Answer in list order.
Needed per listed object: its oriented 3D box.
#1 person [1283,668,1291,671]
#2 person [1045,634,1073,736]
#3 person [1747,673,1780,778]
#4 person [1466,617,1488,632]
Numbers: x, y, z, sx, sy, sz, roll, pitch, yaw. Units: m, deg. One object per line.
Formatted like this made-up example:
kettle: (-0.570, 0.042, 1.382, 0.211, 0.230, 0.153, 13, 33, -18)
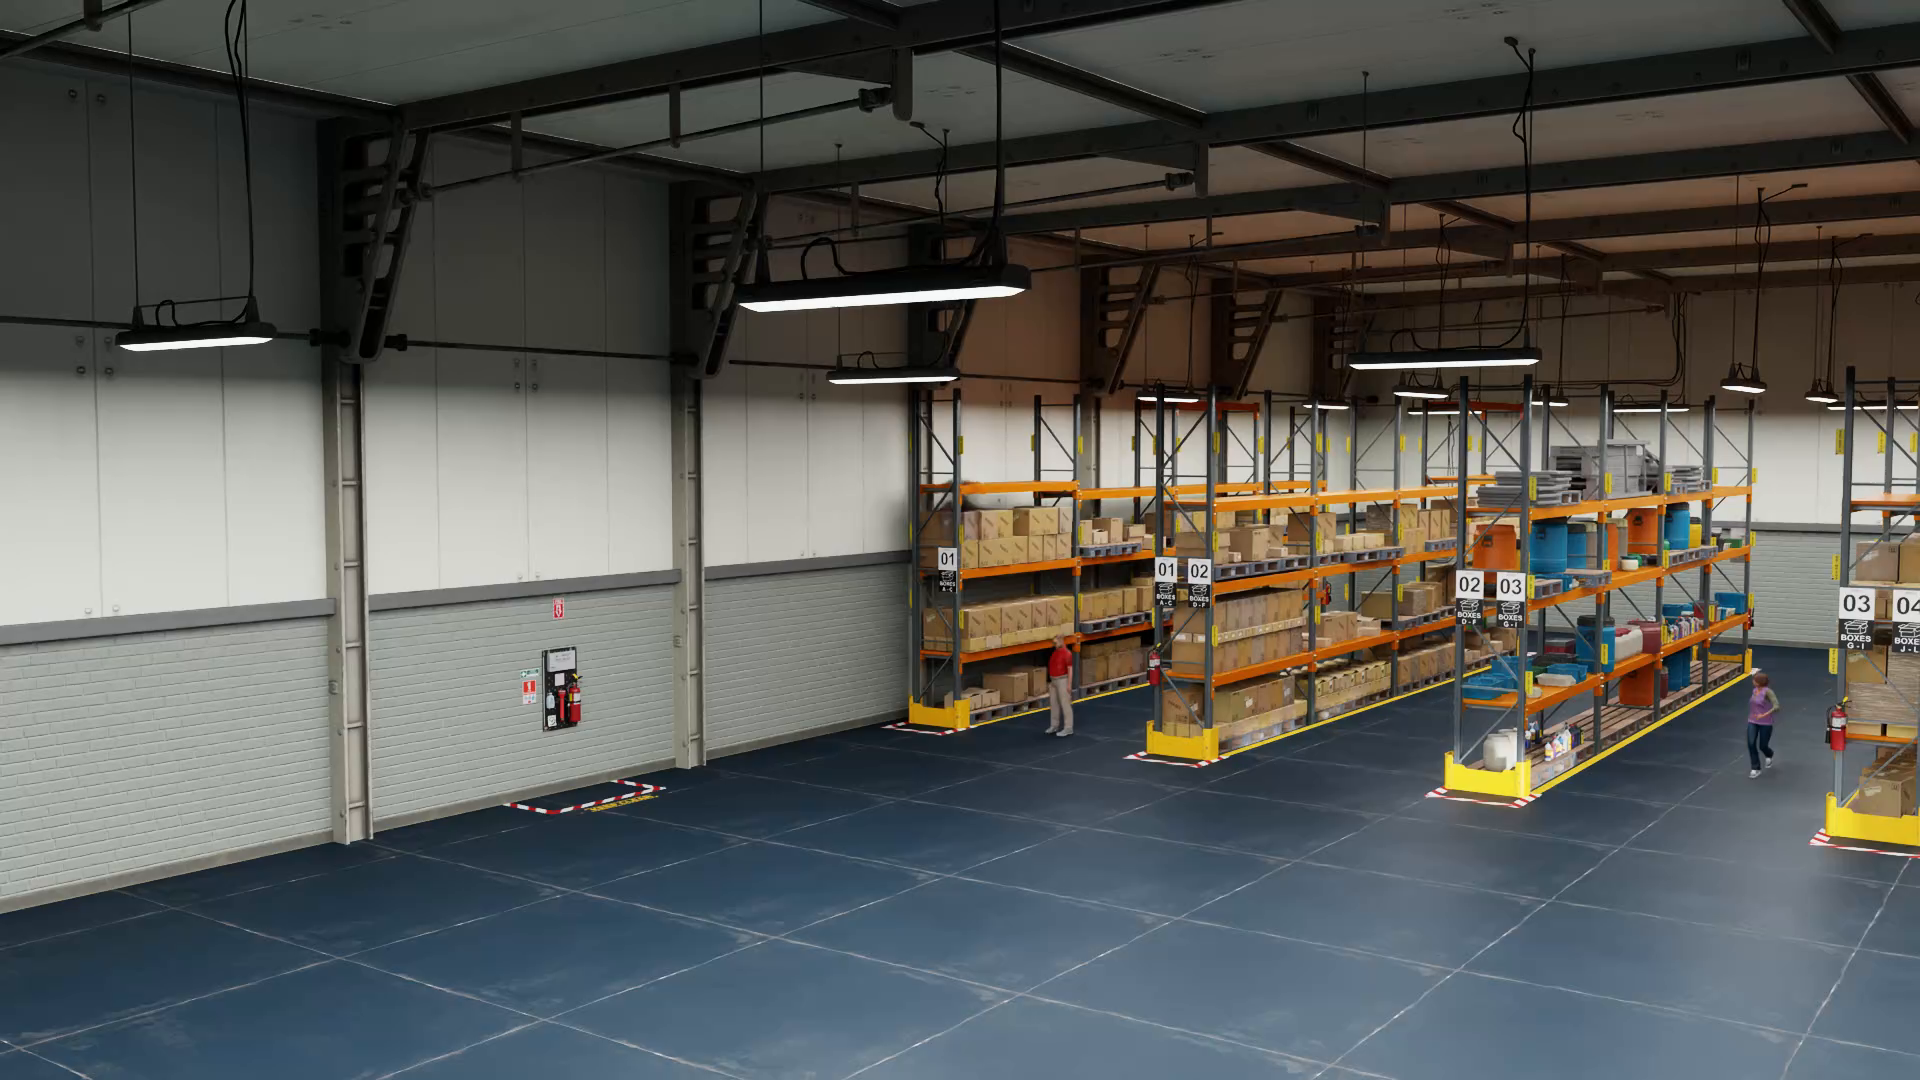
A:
person: (6.995, 2.094, 36.381, 0.468, 1.608, 1.049, 2, 4, 36)
person: (1.716, 2.496, 28.823, 0.420, 1.726, 0.593, -2, 4, -27)
person: (12.215, 2.796, 25.209, 0.473, 1.590, 0.659, 3, 4, 42)
person: (12.900, 1.730, 41.592, 0.558, 1.735, 1.012, 3, 4, 42)
